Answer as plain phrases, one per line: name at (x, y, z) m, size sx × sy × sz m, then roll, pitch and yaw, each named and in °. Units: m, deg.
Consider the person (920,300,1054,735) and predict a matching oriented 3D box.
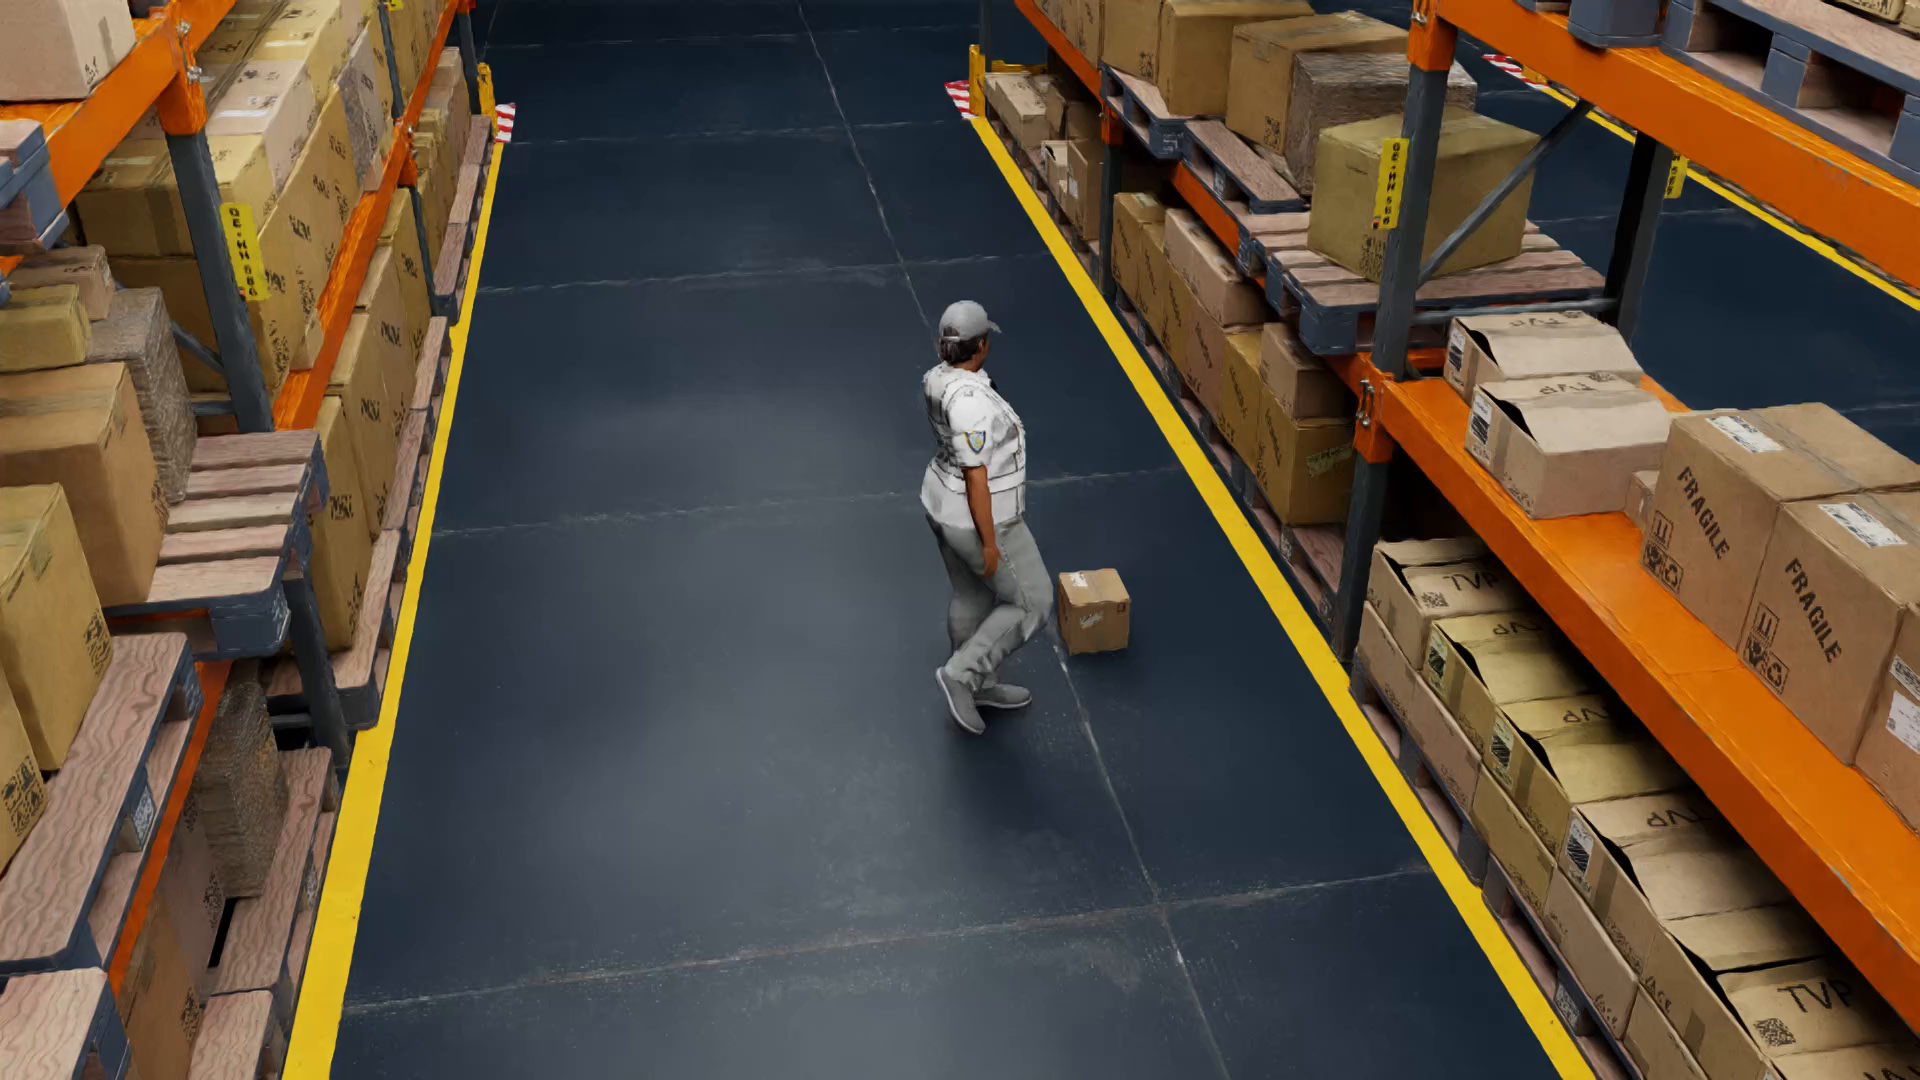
person at (0.079, -0.070, 6.241) m, size 0.452 × 1.665 × 0.609 m, roll -9°, pitch 32°, yaw -15°
